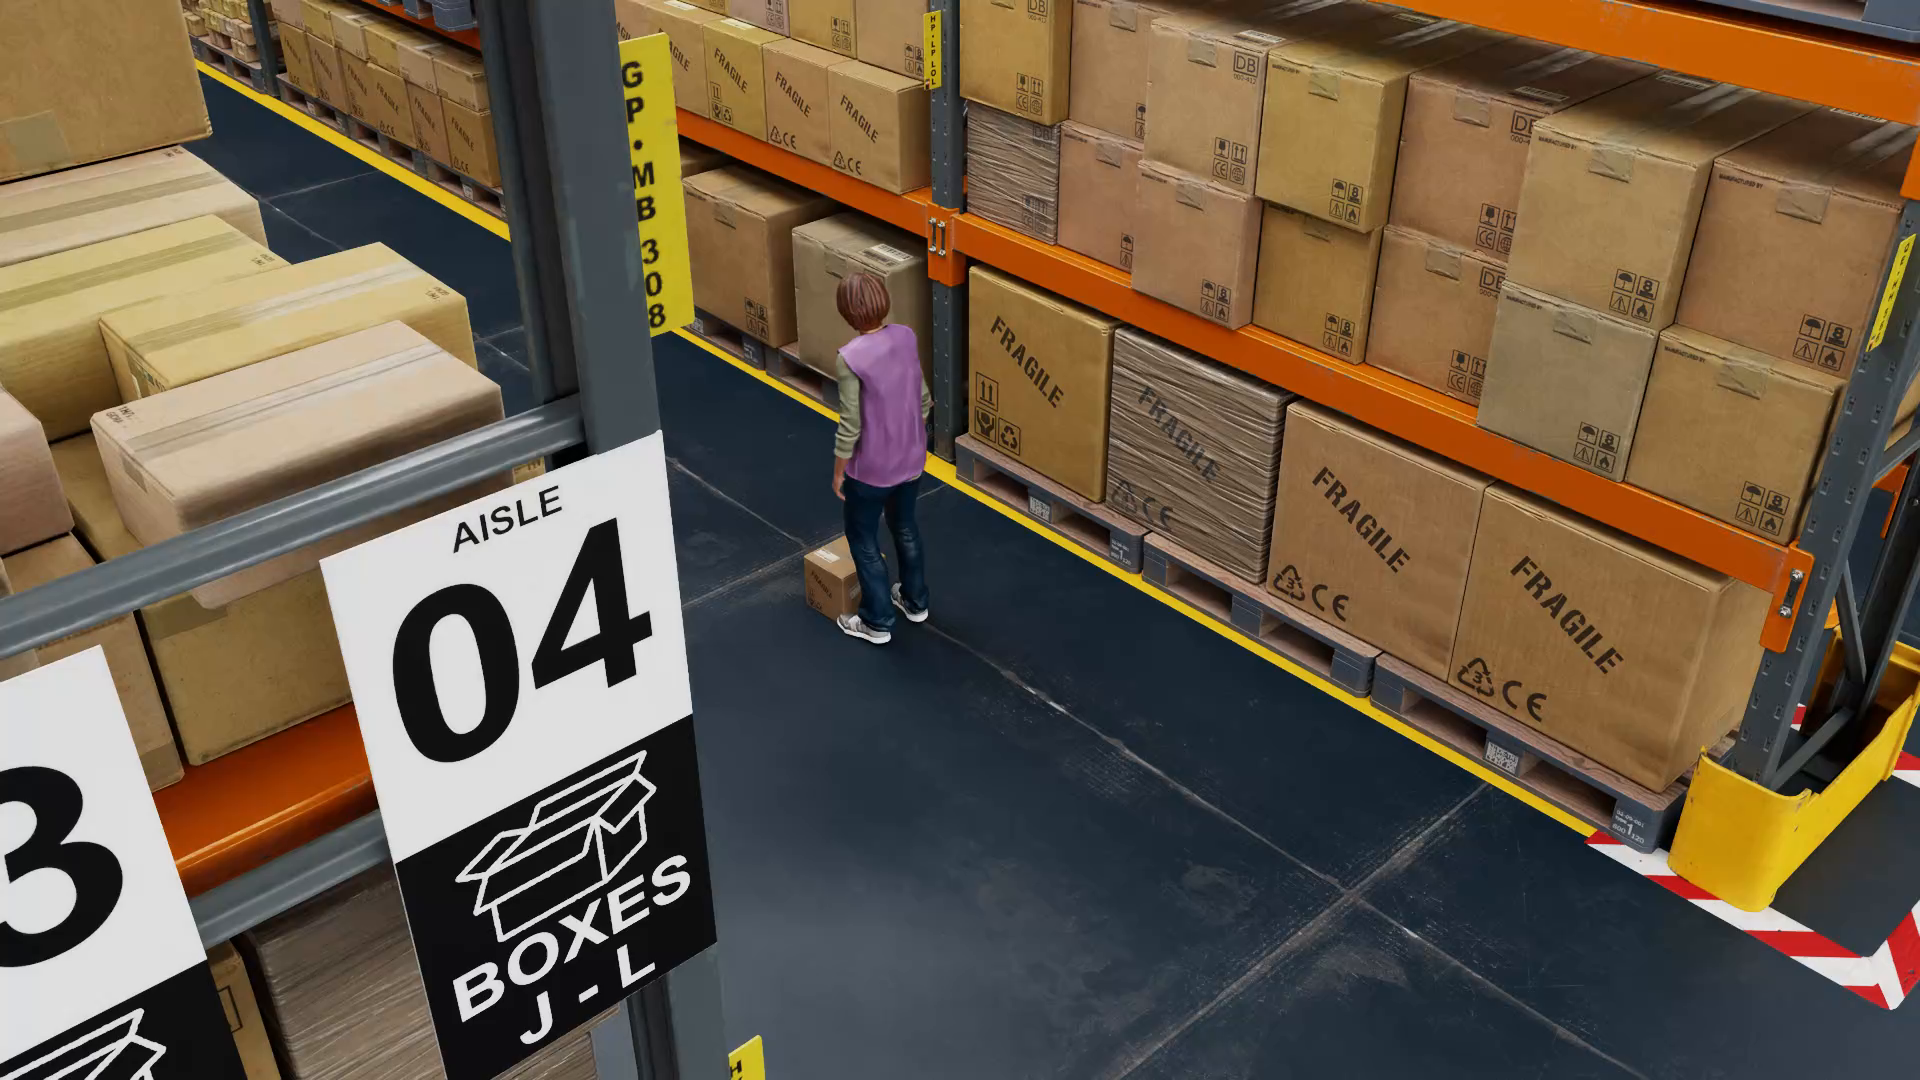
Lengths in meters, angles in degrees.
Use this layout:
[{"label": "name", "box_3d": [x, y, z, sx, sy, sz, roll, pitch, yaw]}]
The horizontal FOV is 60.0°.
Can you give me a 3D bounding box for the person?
[{"label": "person", "box_3d": [-0.317, -0.306, 6.634, 0.459, 1.591, 0.348, -26, 41, -35]}]
